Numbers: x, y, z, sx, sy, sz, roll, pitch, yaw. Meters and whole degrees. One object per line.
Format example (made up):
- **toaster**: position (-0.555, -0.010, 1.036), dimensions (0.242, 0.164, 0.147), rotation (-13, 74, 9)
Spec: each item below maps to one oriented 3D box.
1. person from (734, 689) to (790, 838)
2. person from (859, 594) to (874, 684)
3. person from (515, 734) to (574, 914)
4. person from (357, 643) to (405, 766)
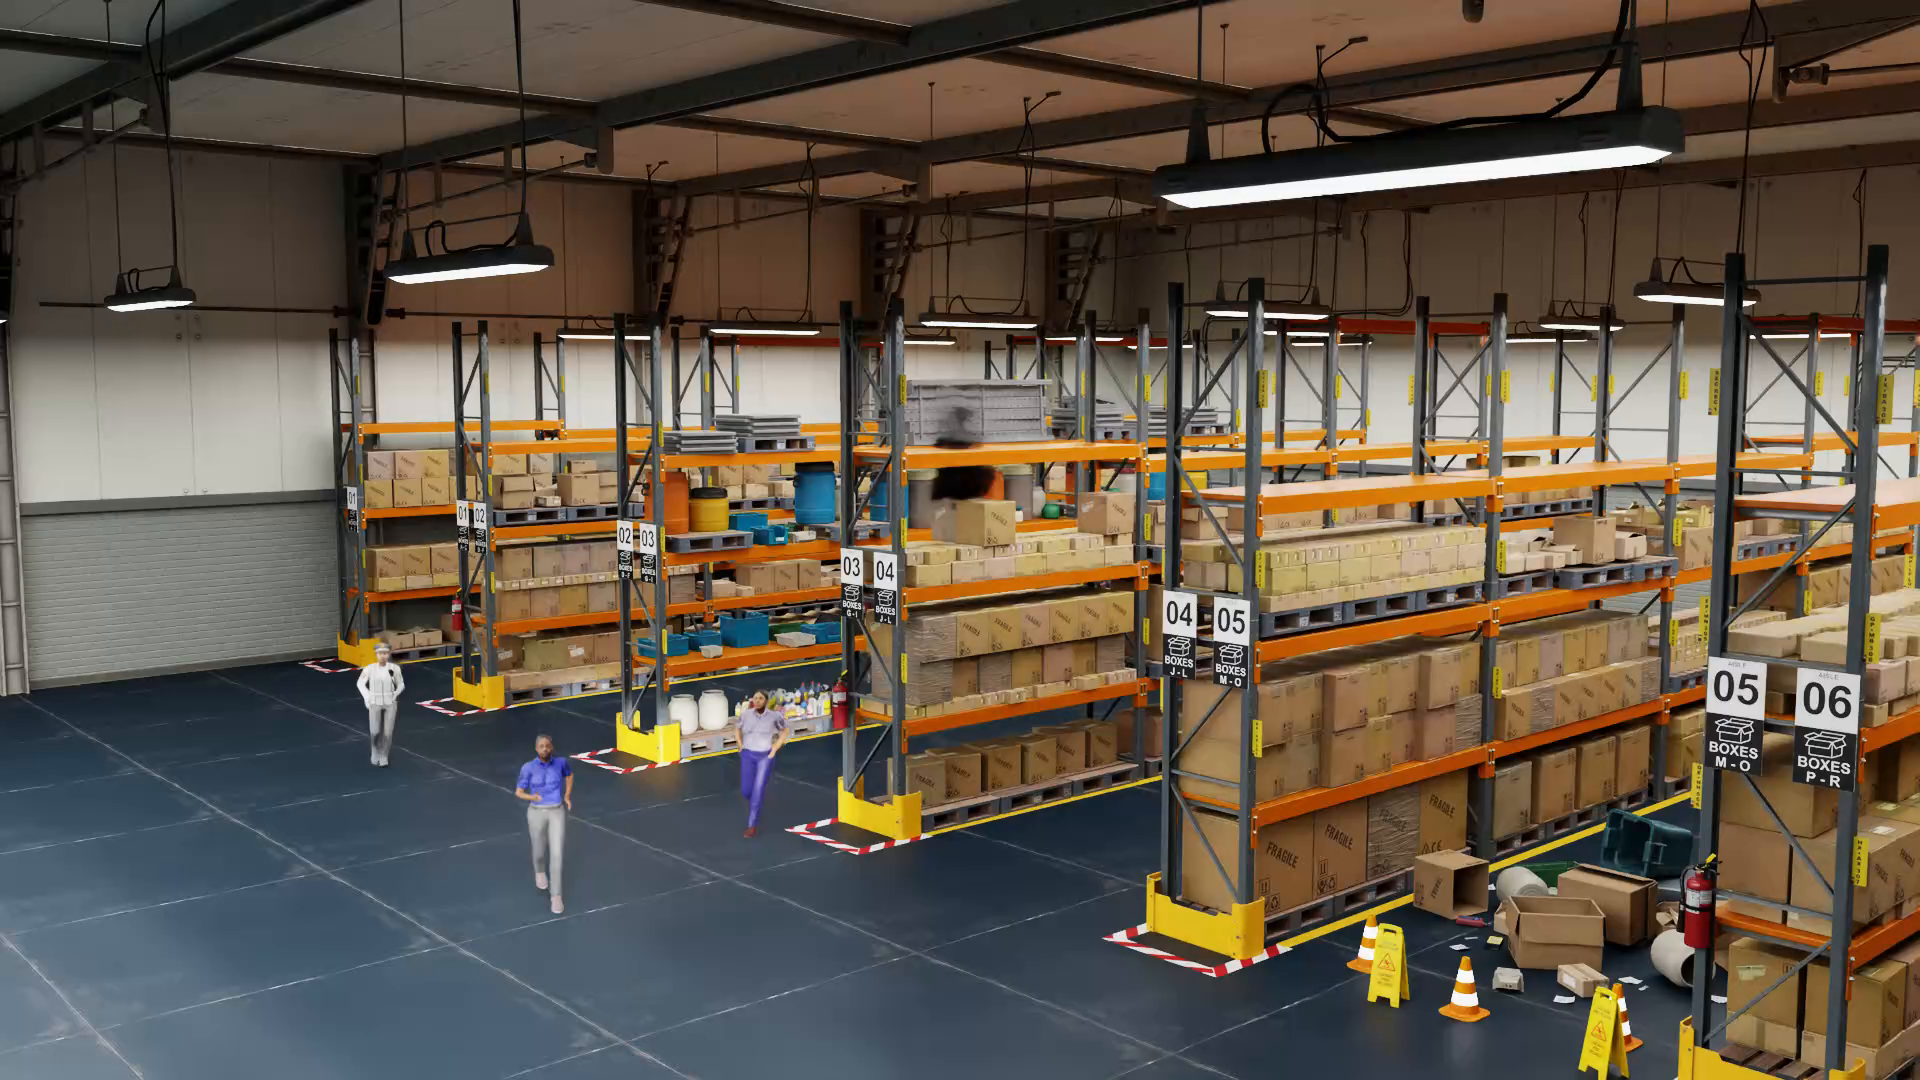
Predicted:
- **person**: position (-2.265, 2.507, 18.937), dimensions (0.616, 1.635, 0.808), rotation (1, 6, 11)
- **person**: position (-1.474, 1.538, 27.832), dimensions (0.652, 1.773, 0.653), rotation (3, 7, 31)
- **person**: position (-4.047, 2.724, 16.267), dimensions (0.576, 1.652, 0.921), rotation (-2, 6, -18)
- **person**: position (-7.594, 2.171, 21.865), dimensions (0.589, 1.651, 0.560), rotation (-2, 6, -23)
